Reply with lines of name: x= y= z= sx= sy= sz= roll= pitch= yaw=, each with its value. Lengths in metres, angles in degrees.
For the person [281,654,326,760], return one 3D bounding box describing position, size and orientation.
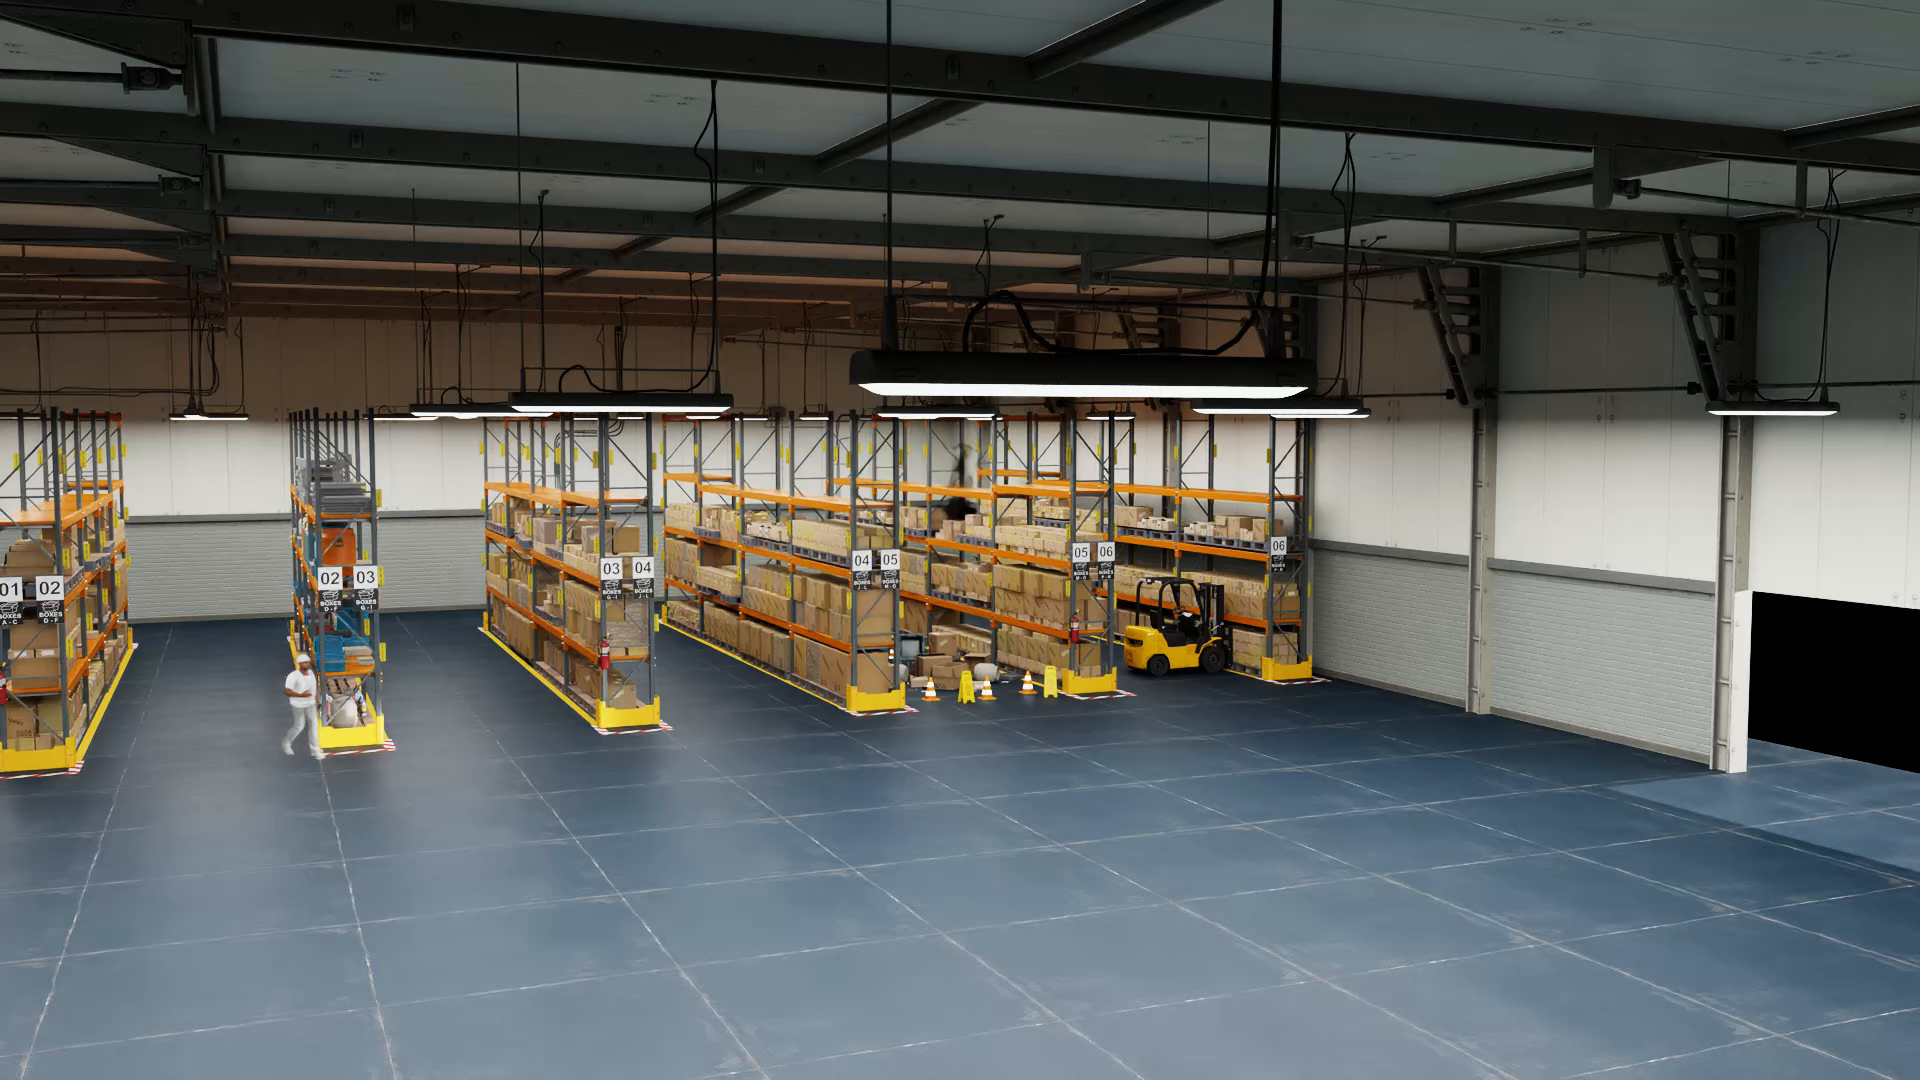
person: x=-11.235 y=2.845 z=28.425 sx=0.856 sy=1.802 sz=0.725 roll=2 pitch=4 yaw=27
